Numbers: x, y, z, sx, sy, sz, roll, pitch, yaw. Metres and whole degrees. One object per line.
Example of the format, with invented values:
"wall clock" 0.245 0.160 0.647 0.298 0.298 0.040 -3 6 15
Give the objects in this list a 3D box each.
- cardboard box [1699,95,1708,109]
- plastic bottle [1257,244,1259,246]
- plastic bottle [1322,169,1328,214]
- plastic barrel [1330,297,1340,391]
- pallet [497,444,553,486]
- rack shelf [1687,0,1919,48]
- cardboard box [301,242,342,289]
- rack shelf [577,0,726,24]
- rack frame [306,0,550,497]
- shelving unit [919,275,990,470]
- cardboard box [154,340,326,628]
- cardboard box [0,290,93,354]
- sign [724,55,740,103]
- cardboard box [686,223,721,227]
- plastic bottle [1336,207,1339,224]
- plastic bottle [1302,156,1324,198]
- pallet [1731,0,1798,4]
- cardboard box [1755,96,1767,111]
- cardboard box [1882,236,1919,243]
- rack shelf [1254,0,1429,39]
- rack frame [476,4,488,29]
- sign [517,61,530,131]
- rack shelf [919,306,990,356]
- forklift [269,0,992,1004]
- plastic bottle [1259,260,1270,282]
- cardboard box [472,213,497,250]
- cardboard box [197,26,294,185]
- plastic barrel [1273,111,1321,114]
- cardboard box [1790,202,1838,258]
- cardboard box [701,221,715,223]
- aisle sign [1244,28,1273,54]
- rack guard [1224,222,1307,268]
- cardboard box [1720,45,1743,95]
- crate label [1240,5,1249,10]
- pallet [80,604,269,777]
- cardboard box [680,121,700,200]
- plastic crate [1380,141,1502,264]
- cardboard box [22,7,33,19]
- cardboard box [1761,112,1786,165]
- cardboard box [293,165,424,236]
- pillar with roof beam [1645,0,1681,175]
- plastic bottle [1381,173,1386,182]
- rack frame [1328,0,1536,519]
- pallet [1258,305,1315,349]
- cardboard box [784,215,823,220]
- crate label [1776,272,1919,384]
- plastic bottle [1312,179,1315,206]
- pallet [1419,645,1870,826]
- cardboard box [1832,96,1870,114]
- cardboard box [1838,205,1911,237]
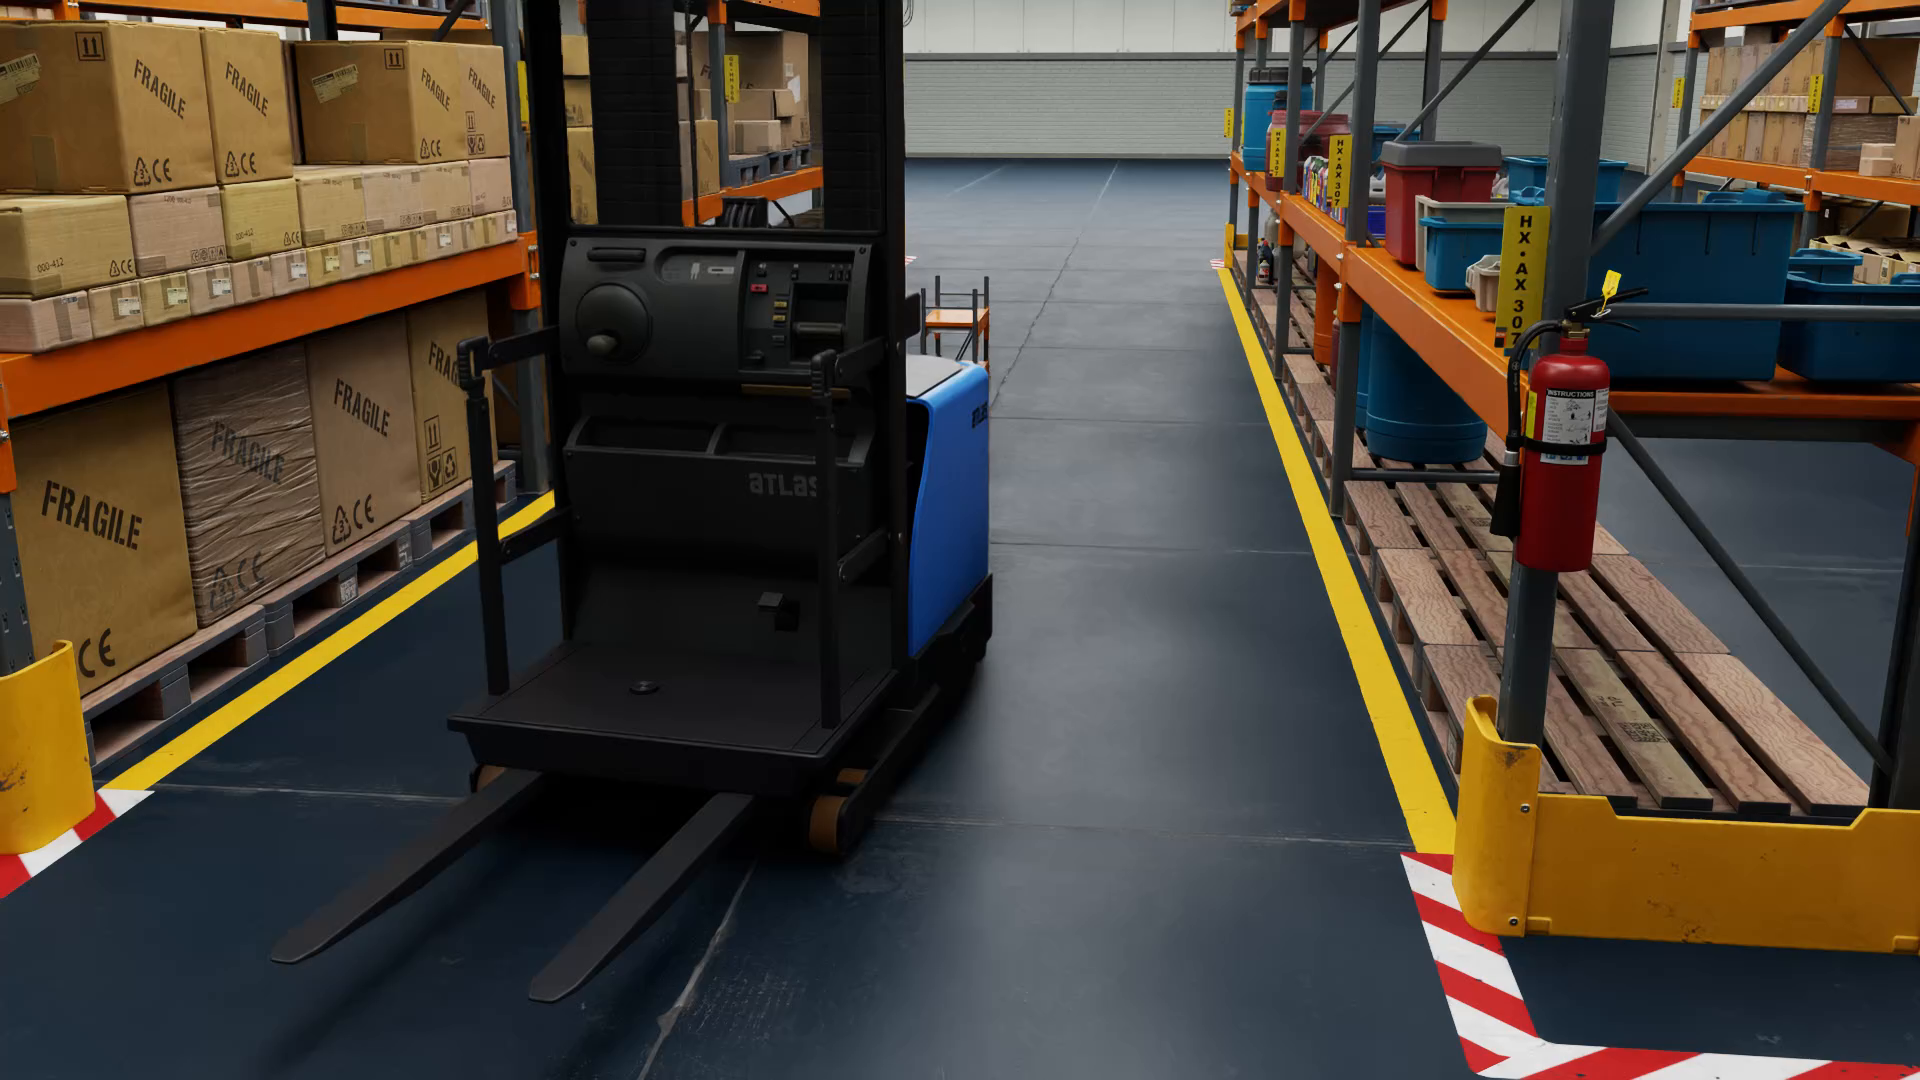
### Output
"cardboard box" 8.315 -4.783 18.170 0.380 0.149 0.250 2 15 6
"plastic bottle" 3.067 -2.875 16.924 0.152 0.276 0.135 2 15 7
"plastic bottle" 2.222 -2.067 9.797 0.152 0.276 0.135 2 15 6
"plastic barrel" 2.583 -1.207 10.196 0.600 0.588 0.708 2 15 6
"pallet" -2.612 -0.554 9.306 1.003 0.211 1.213 2 15 6
"rack shelf" 8.347 -5.099 16.405 1.077 0.370 4.000 2 15 6
"cardboard box" -2.535 -1.020 6.170 0.380 0.149 0.250 1 15 5
"rack shelf" -2.398 -3.317 9.814 1.077 0.370 4.000 2 15 6
"rack frame" -2.624 -1.698 8.193 1.000 3.000 0.127 2 15 6
"shelving unit" -0.019 -0.536 7.347 0.258 1.200 0.503 2 15 6
"cardboard box" -2.980 -0.242 6.075 0.875 0.875 0.875 2 15 6
"cardboard box" -2.707 -0.621 4.694 0.380 0.149 0.250 2 15 7
"sign" -1.621 -3.278 11.822 0.100 0.325 0.005 2 15 6
"cardboard box" -2.271 -1.734 11.593 1.225 0.875 0.875 1 15 4
"plastic bottle" 2.134 -1.864 9.046 0.152 0.276 0.135 2 15 6
"plastic bottle" 2.379 -2.426 11.127 0.152 0.276 0.135 2 15 6
"pallet" 8.332 -5.422 16.392 1.003 0.211 1.213 2 15 6
"cardboard box" 8.111 -4.316 16.443 0.380 0.149 0.250 2 15 8
"cardboard box" 8.361 -2.512 14.595 0.500 0.311 0.500 2 15 6
"rack shelf" 2.974 -4.209 13.111 1.077 0.370 4.000 2 15 6
"rack frame" -6.187 -4.982 20.341 1.000 3.000 0.127 2 15 6
"sign" -2.072 -2.138 8.011 0.100 0.325 0.005 2 15 6
"rack shelf" -0.019 -0.916 7.244 0.258 0.148 0.480 2 15 6
"forklift" -0.755 -0.671 4.528 1.130 2.935 3.031 4 16 14
"plastic bottle" 2.931 -2.591 16.017 0.097 0.201 0.097 0 15 0
"cardboard box" -2.362 -1.421 7.651 0.380 0.149 0.250 2 15 7
"cardboard box" -2.644 -1.474 5.648 0.500 0.500 0.500 1 15 5
"plastic barrel" 2.791 -3.260 13.712 0.433 0.535 0.433 0 15 0
"cardboard box" 8.025 -2.973 15.937 0.500 0.500 0.500 2 15 6
"cardboard box" -2.077 -2.415 13.357 0.500 0.250 0.500 3 16 13
"aisle sign" 3.369 -5.946 18.925 0.394 0.787 0.004 2 15 6
"rack guard" 3.690 -3.436 19.412 1.175 0.500 0.348 2 15 6
"cardboard box" 8.447 -4.921 17.436 0.700 0.500 0.500 1 15 5
"crate label" 3.112 -5.564 17.032 0.502 0.251 0.408 2 15 6
"pallet" -3.063 0.476 5.496 1.003 0.211 1.213 2 15 6
"cardboard box" -2.044 -2.519 11.039 0.500 0.500 0.500 2 15 6
"plastic crate" 1.947 -1.387 6.809 0.402 0.464 0.583 2 15 6
"cardboard box" -11.033 -6.131 19.322 0.380 0.149 0.250 2 15 7
"cardboard box" 8.279 -3.910 16.185 0.700 0.500 0.500 2 15 7
"cardboard box" -2.526 -1.380 6.736 0.500 0.250 0.500 2 15 7
"pillar with roof beam" 12.706 -13.413 40.025 9.100 9.000 0.400 2 15 6
"plastic bottle" 2.219 -1.772 8.562 0.144 0.351 0.185 2 15 6
"rack frame" 2.297 -1.552 7.654 1.000 3.000 0.127 2 15 6
"pallet" 3.015 -1.758 13.760 1.003 0.211 1.213 2 15 6
"cardboard box" -1.587 -3.183 17.672 0.500 0.500 0.500 0 15 1
"crate label" 2.201 -0.517 4.032 0.416 0.233 0.303 2 15 6
"plastic bottle" 2.271 -2.207 10.457 0.097 0.201 0.097 0 15 0
"pallet" 1.978 0.619 4.968 1.003 0.211 1.213 2 15 6
"cardboard box" 7.939 -3.918 14.970 0.380 0.149 0.250 2 15 6
"cardboard box" 8.485 -2.828 15.401 0.500 0.500 0.500 2 15 6
